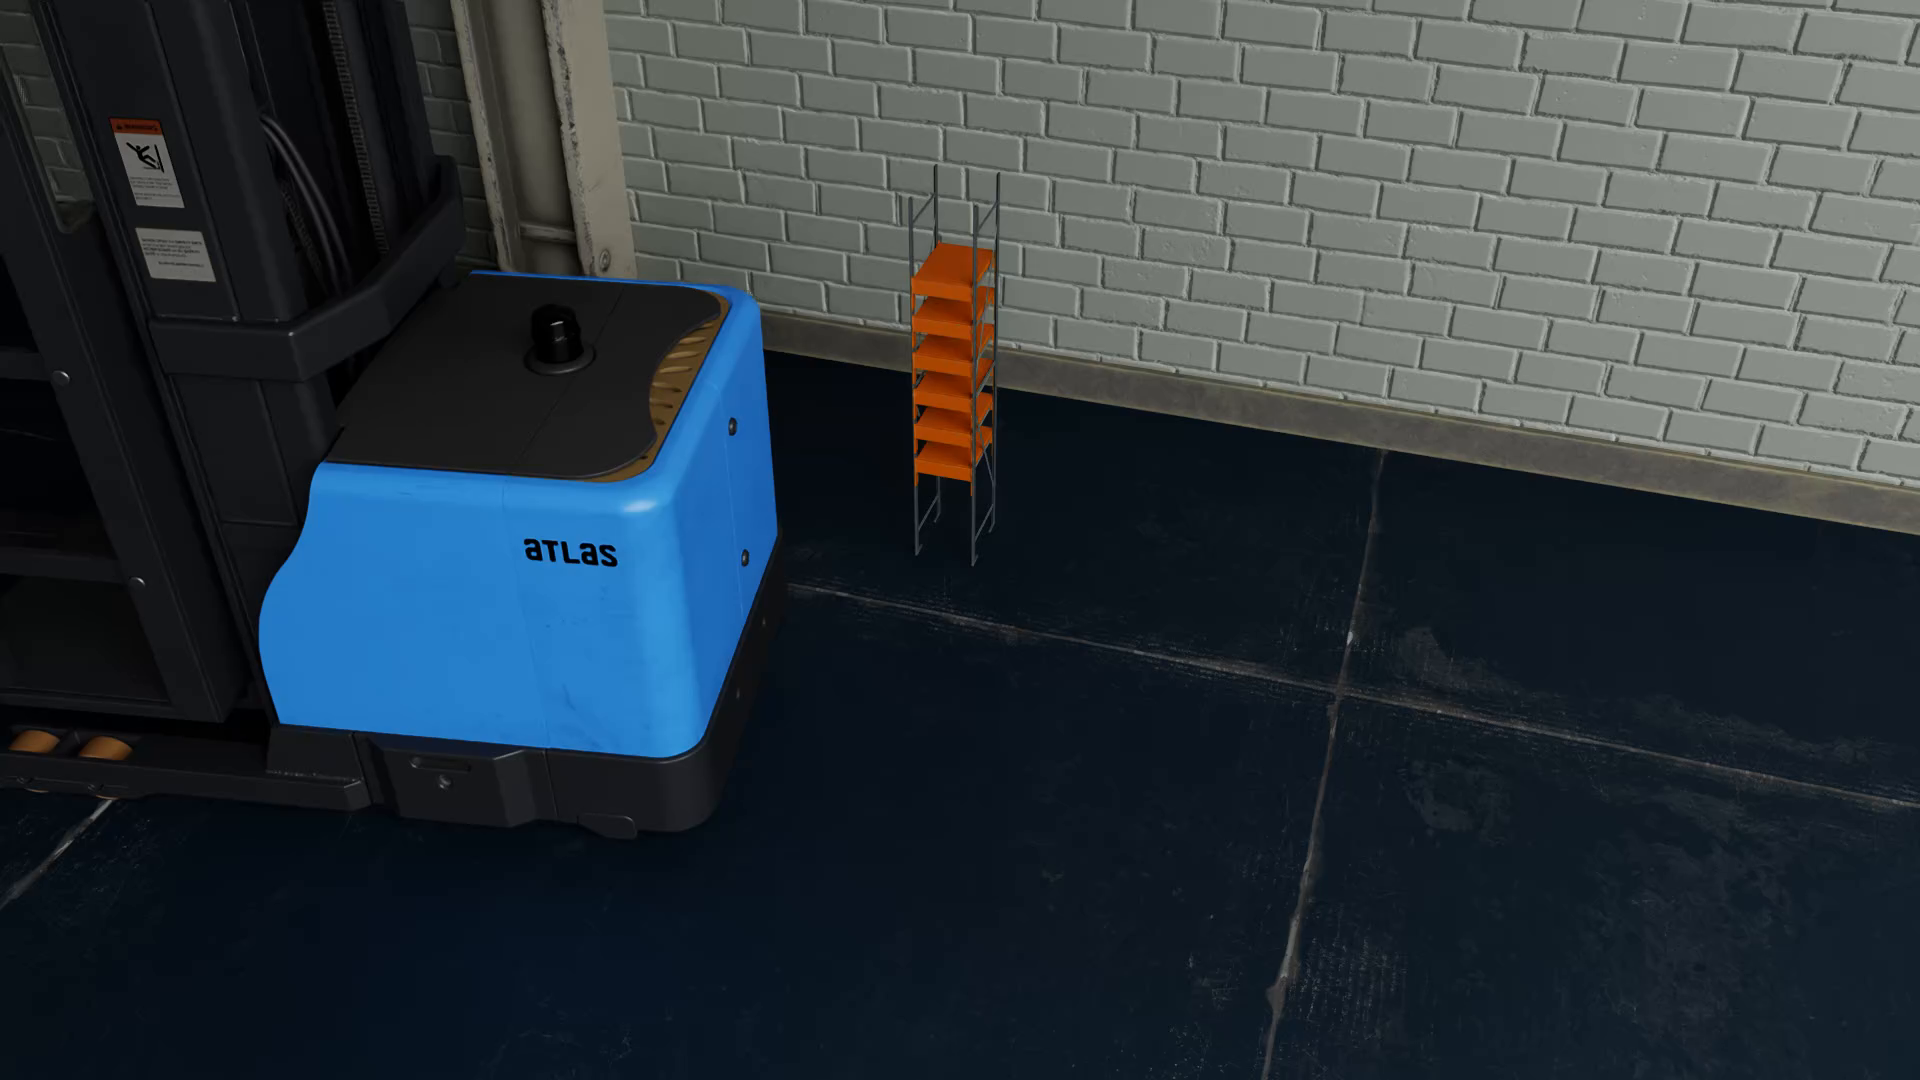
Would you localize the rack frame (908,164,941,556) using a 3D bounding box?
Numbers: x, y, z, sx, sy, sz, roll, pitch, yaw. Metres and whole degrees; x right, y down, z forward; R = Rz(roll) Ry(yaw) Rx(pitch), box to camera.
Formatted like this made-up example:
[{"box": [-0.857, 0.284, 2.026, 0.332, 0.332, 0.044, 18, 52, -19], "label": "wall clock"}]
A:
[{"box": [-0.101, -0.502, 4.920, 0.006, 1.200, 0.240, 10, 38, 14], "label": "rack frame"}]

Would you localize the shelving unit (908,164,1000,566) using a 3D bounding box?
[{"box": [-0.014, -0.486, 4.898, 0.189, 1.200, 0.258, 10, 38, 14], "label": "shelving unit"}]

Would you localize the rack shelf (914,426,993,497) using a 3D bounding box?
[{"box": [-0.014, -0.257, 5.066, 0.180, 0.103, 0.258, 10, 38, 14], "label": "rack shelf"}]

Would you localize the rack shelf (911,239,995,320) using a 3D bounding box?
[{"box": [-0.014, -0.740, 4.711, 0.180, 0.103, 0.258, 10, 38, 14], "label": "rack shelf"}]

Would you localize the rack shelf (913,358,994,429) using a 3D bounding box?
[{"box": [-0.014, -0.450, 4.924, 0.180, 0.103, 0.258, 10, 38, 14], "label": "rack shelf"}]

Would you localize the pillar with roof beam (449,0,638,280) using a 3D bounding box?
[{"box": [-2.728, -1.961, 0.323, 0.400, 9.000, 9.100, 10, 38, 14], "label": "pillar with roof beam"}]

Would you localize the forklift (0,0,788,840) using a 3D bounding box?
[{"box": [-2.064, -0.811, 3.879, 3.031, 2.935, 1.130, 4, 37, 6], "label": "forklift"}]

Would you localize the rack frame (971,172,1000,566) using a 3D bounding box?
[{"box": [0.074, -0.470, 4.876, 0.006, 1.200, 0.240, 10, 38, 14], "label": "rack frame"}]

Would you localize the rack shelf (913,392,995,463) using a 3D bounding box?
[{"box": [-0.014, -0.353, 4.995, 0.180, 0.103, 0.258, 10, 38, 14], "label": "rack shelf"}]

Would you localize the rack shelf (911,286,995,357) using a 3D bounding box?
[{"box": [-0.014, -0.643, 4.782, 0.180, 0.103, 0.258, 10, 38, 14], "label": "rack shelf"}]

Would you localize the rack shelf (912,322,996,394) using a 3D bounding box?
[{"box": [-0.014, -0.547, 4.853, 0.180, 0.103, 0.258, 10, 38, 14], "label": "rack shelf"}]
